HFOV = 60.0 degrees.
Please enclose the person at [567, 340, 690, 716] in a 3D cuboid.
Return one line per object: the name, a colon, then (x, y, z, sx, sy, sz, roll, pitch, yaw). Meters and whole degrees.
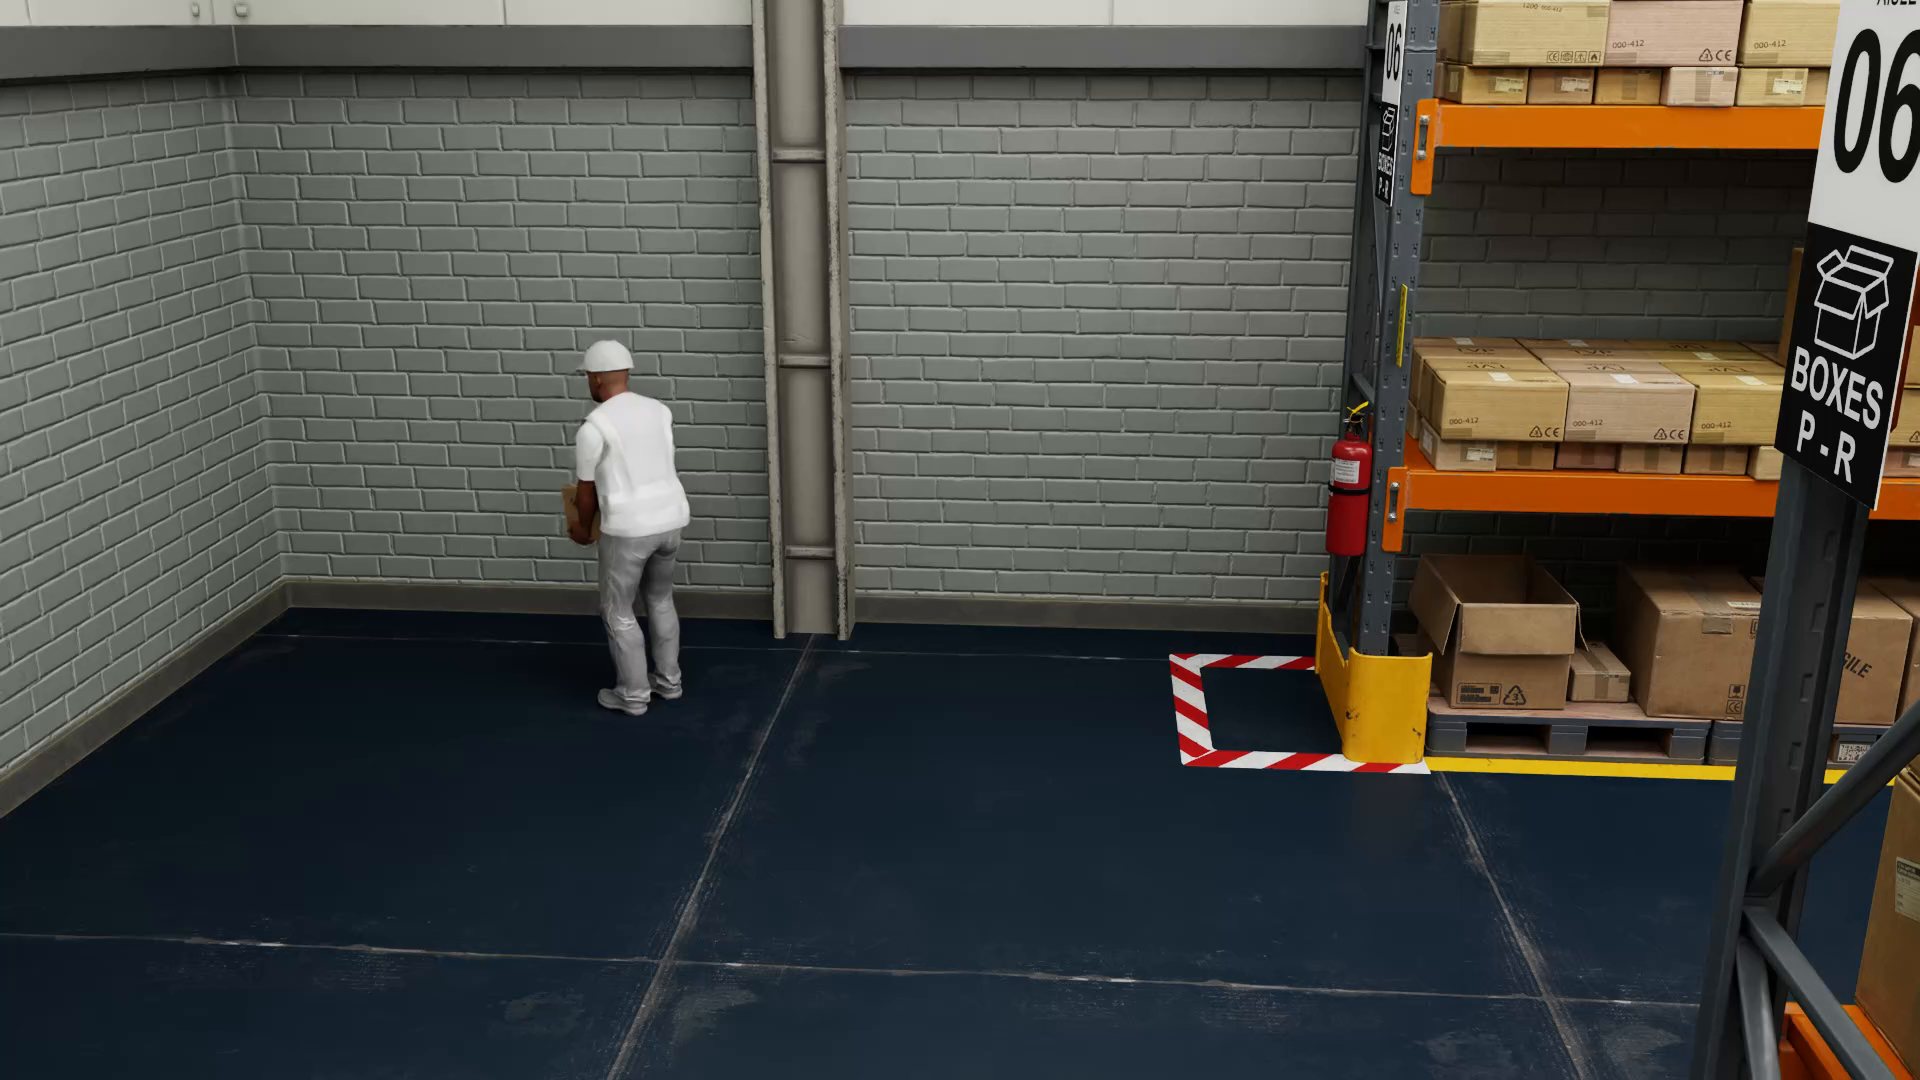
person: (-1.566, -0.070, 7.780, 0.602, 1.736, 0.500, 15, 23, 39)
